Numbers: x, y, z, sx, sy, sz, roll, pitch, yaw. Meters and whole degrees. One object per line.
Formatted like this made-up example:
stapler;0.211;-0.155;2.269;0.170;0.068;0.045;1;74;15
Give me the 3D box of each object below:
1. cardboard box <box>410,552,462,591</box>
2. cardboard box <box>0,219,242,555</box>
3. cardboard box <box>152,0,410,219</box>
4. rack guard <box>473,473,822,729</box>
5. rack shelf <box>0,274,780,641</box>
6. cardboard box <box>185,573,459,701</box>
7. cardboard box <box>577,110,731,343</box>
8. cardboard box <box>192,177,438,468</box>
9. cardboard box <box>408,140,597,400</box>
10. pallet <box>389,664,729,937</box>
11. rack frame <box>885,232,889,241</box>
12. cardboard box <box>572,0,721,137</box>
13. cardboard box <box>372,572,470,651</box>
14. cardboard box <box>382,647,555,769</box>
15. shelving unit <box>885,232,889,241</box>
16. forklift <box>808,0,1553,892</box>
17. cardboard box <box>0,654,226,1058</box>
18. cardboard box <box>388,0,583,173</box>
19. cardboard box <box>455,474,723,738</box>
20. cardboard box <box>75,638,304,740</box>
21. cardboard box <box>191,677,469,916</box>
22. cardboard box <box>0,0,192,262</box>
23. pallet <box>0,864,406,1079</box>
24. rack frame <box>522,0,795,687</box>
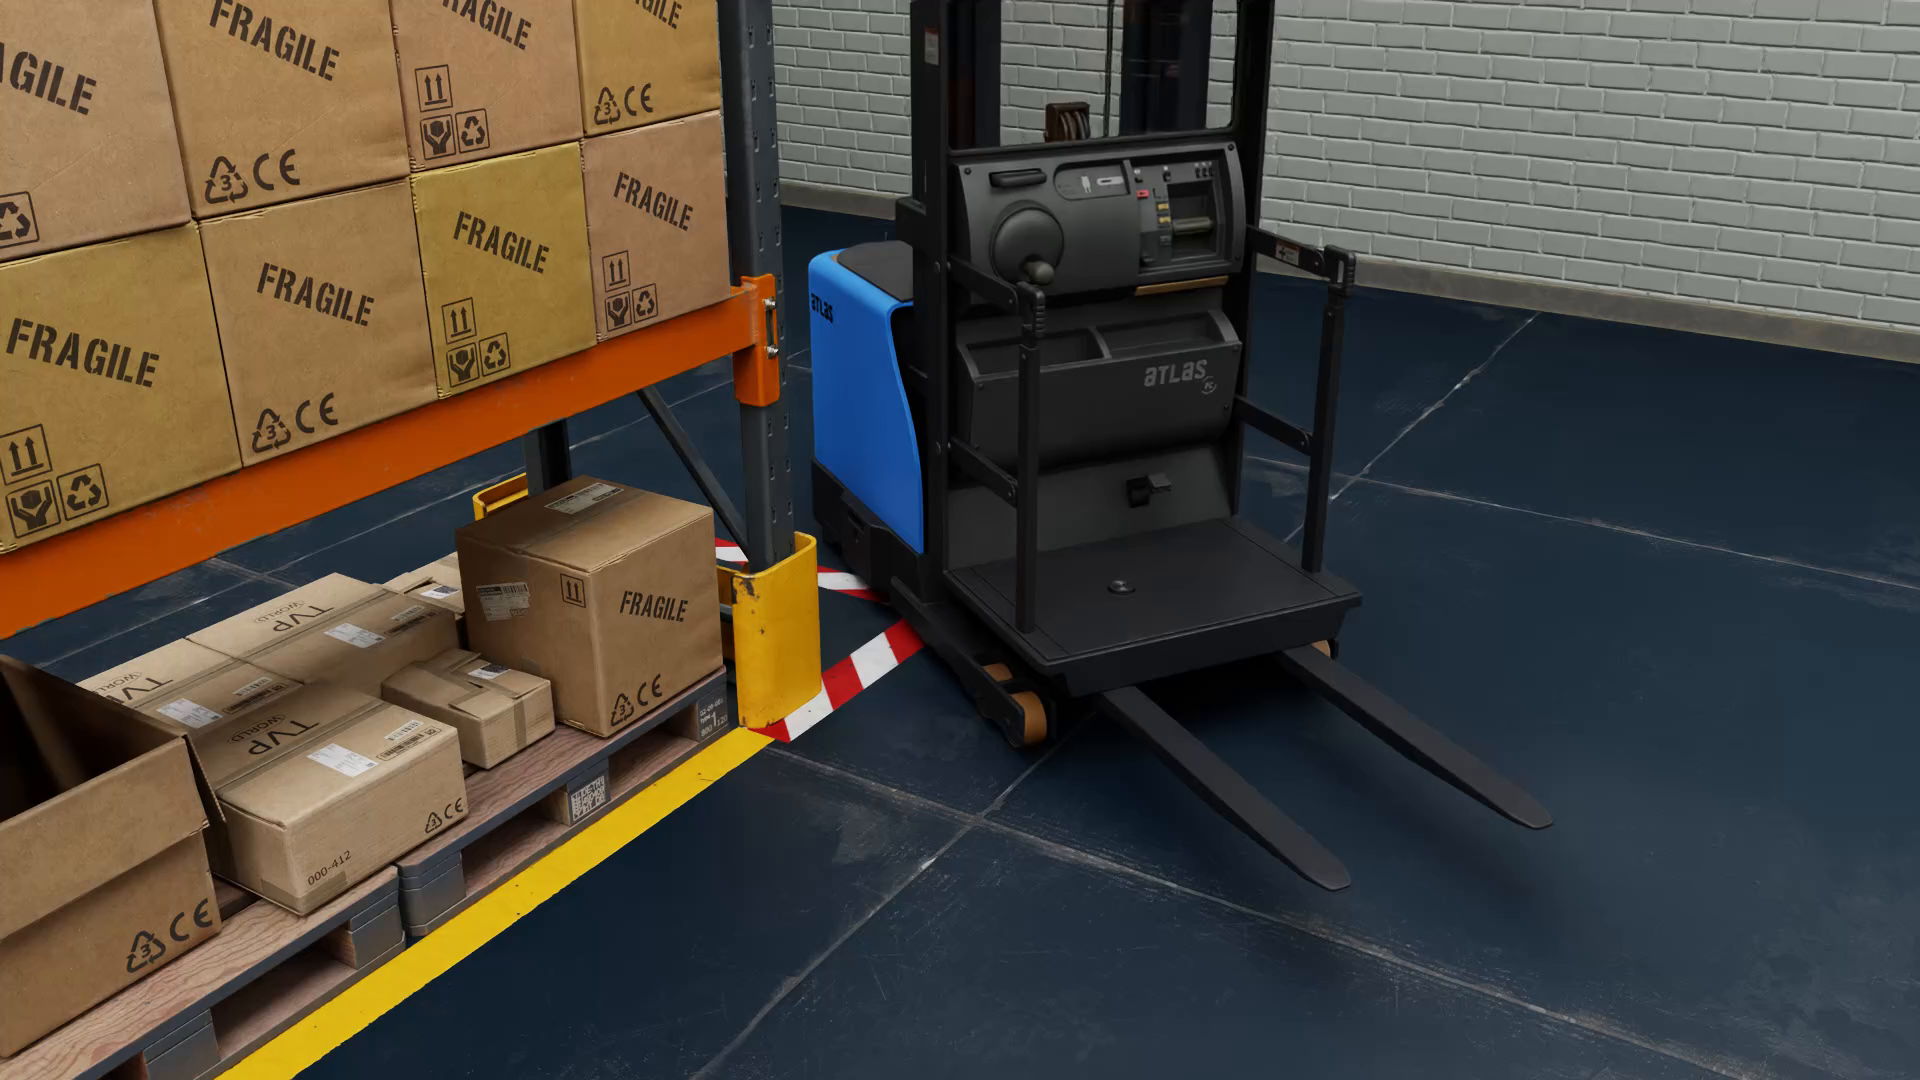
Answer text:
cardboard box;-1.465;0.165;5.128;0.380;0.149;0.250;14;27;29
cardboard box;-1.762;-0.335;3.123;0.500;0.500;0.500;13;27;28
cardboard box;-1.489;-0.961;3.309;0.500;0.500;0.500;15;27;30
rack guard;-0.992;0.162;5.246;1.175;0.500;0.348;14;27;29
rack shelf;-2.007;-0.005;3.392;1.077;0.370;4.000;14;27;29
cardboard box;-1.744;0.342;4.591;0.500;0.250;0.500;14;27;29
cardboard box;-0.957;-0.848;4.308;0.500;0.500;0.500;15;27;31
cardboard box;-1.496;-0.505;3.516;0.500;0.500;0.500;14;27;29
cardboard box;-1.228;-0.672;3.902;0.500;0.500;0.500;14;27;29
pallet;-1.412;0.564;4.682;1.003;0.211;1.213;14;27;29
rack frame;-0.239;-0.650;6.429;0.008;1.050;0.200;-10;25;-23
cardboard box;-0.954;-1.308;4.110;0.500;0.500;0.500;14;27;29
cardboard box;-1.597;0.241;4.929;0.380;0.166;0.250;14;27;29
cardboard box;-1.320;0.441;4.469;0.380;0.166;0.250;14;27;29
shelving unit;-0.128;-0.670;6.476;0.252;1.050;0.215;-10;25;-23
forklift;0.522;-0.935;4.721;1.130;2.935;3.031;-10;26;-23
cardboard box;-2.076;0.648;3.566;0.797;0.503;0.637;14;27;29
cardboard box;-1.219;-1.137;3.716;0.500;0.500;0.500;15;27;30
cardboard box;-1.030;0.170;4.675;0.500;0.500;0.500;14;27;29
cardboard box;-2.008;0.511;4.201;0.500;0.250;0.500;14;27;29
cardboard box;-1.556;0.599;3.998;0.500;0.250;0.500;14;27;29
cardboard box;-1.760;-0.788;2.909;0.500;0.500;0.500;15;27;31
pallet;-2.057;0.974;3.734;1.003;0.211;1.213;14;27;29
rack frame;-0.952;-1.011;4.809;1.000;3.000;0.127;14;27;29
